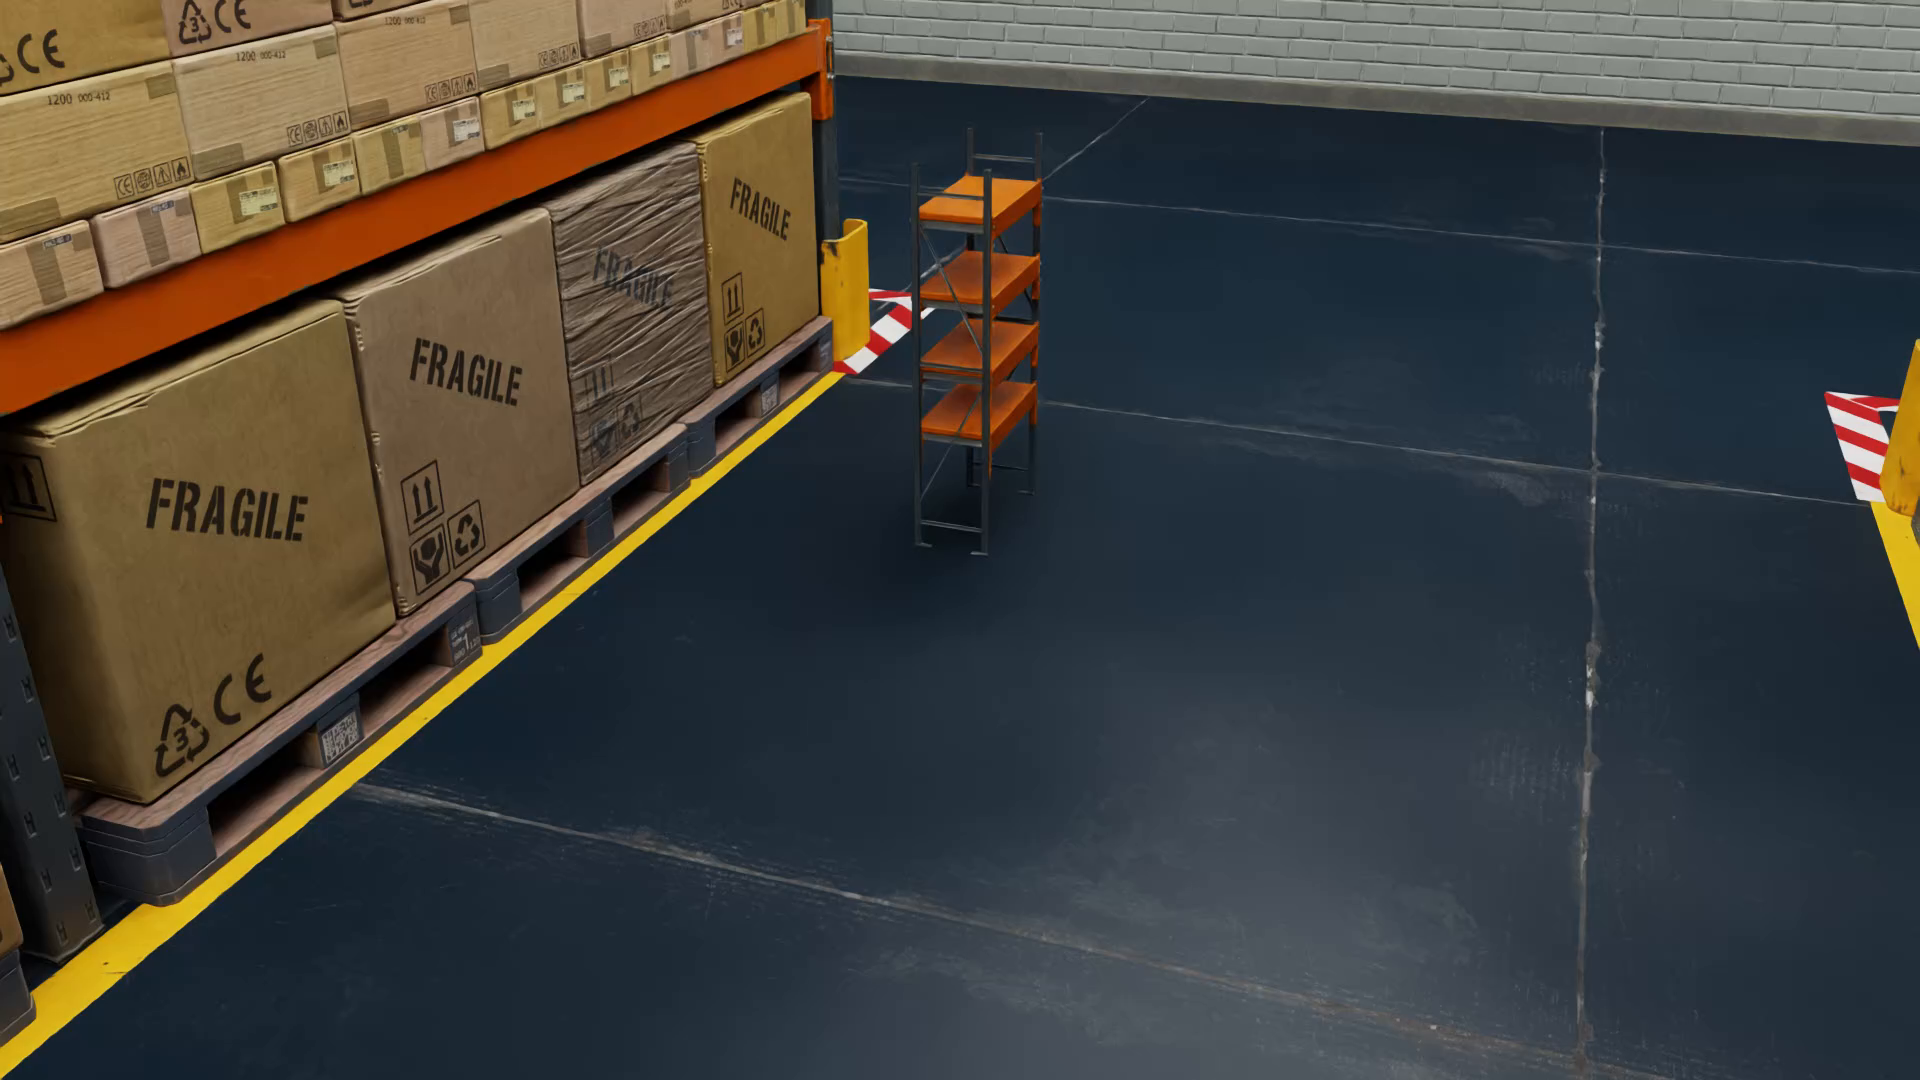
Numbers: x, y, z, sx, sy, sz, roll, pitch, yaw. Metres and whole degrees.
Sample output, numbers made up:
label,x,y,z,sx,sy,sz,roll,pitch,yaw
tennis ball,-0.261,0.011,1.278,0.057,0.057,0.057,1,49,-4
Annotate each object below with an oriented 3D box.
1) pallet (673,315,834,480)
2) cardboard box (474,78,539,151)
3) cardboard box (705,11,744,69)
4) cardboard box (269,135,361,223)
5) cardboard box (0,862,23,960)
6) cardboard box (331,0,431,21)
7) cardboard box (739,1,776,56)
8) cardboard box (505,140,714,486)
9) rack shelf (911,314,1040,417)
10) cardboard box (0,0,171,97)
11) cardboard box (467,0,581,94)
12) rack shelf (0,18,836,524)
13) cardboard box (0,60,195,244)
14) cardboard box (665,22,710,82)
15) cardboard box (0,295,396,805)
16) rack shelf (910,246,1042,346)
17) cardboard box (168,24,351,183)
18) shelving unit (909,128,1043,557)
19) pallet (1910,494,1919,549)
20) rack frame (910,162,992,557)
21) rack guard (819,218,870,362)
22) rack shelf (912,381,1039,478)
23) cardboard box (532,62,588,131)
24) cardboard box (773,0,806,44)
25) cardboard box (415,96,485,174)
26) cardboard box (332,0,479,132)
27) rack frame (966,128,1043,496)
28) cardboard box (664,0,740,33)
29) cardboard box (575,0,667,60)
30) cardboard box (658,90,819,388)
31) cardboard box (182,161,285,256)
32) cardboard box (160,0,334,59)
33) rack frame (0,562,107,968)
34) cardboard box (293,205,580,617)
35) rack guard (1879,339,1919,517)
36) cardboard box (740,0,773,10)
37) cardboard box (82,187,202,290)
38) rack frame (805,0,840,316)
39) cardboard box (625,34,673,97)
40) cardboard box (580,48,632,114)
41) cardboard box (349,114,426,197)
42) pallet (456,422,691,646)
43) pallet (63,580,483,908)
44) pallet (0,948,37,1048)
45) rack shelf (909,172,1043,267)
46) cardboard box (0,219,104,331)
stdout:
label,x,y,z,sx,sy,sz,roll,pitch,yaw
pallet,-1.168,-0.615,6.279,1.003,0.211,1.213,9,27,17
cardboard box,-1.377,-1.168,4.508,0.380,0.149,0.250,8,27,16
cardboard box,-0.953,-1.693,5.592,0.380,0.149,0.250,9,27,18
cardboard box,-1.634,-0.851,3.855,0.380,0.149,0.250,8,27,16
cardboard box,-2.501,0.467,2.800,1.225,0.875,0.875,9,27,18
cardboard box,-1.566,-1.546,3.971,0.500,0.500,0.500,8,27,16
cardboard box,-0.868,-1.796,5.806,0.380,0.149,0.250,9,27,18
cardboard box,-1.416,-0.795,5.405,0.875,0.875,0.875,9,27,17
rack shelf,0.055,-0.548,5.158,0.258,0.148,0.480,9,27,17
cardboard box,-1.906,-1.130,3.113,0.500,0.500,0.500,9,27,17
cardboard box,-1.394,-1.407,4.545,0.500,0.250,0.500,9,27,18
rack shelf,-1.641,-1.065,4.832,1.077,0.370,4.000,9,27,17
cardboard box,-1.903,-0.788,3.266,0.500,0.250,0.500,8,27,16
cardboard box,-1.037,-1.590,5.381,0.380,0.149,0.250,9,27,18
cardboard box,-2.011,-0.059,3.886,0.875,0.875,0.875,9,27,17
rack shelf,0.055,-0.749,5.061,0.258,0.148,0.480,9,27,17
cardboard box,-1.733,-0.992,3.687,0.500,0.250,0.500,9,27,17
shelving unit,0.055,-0.608,5.129,0.258,1.200,0.503,9,27,17
pallet,3.339,0.165,4.666,1.003,0.211,1.213,9,27,17
rack frame,-0.026,-0.508,4.922,0.240,1.200,0.015,9,27,17
rack guard,-0.967,-1.095,6.938,1.175,0.500,0.348,9,27,17
rack shelf,0.055,-0.369,5.245,0.258,0.148,0.480,9,27,17
cardboard box,-1.292,-1.275,4.730,0.380,0.149,0.250,9,27,18
cardboard box,-0.783,-1.903,6.027,0.380,0.149,0.250,9,27,18
cardboard box,-1.464,-1.060,4.285,0.380,0.149,0.250,9,27,18
cardboard box,-1.566,-1.205,4.128,0.500,0.250,0.500,9,27,19
rack frame,0.136,-0.708,5.336,0.240,1.200,0.015,9,27,17
cardboard box,-1.056,-1.831,5.420,0.500,0.250,0.500,8,27,17
cardboard box,-1.225,-1.622,4.988,0.500,0.250,0.500,8,27,16
cardboard box,-1.113,-1.169,6.178,0.875,0.875,0.875,9,27,17
cardboard box,-1.720,-0.743,3.631,0.380,0.149,0.250,10,27,19
cardboard box,-1.735,-1.332,3.528,0.500,0.500,0.500,9,27,17
rack frame,-2.307,-0.567,2.978,1.000,3.000,0.127,9,27,17
cardboard box,-1.712,-0.429,4.650,0.875,0.875,0.875,9,27,17
rack guard,3.643,-0.293,5.282,1.175,0.500,0.348,9,27,17
cardboard box,-0.886,-2.039,5.850,0.500,0.250,0.500,8,27,17
cardboard box,-1.807,-0.635,3.407,0.380,0.149,0.250,8,27,16
rack frame,-0.975,-2.210,6.373,1.000,3.000,0.127,9,27,17
cardboard box,-1.122,-1.483,5.160,0.380,0.149,0.250,8,27,16
cardboard box,-1.208,-1.377,4.939,0.380,0.149,0.250,9,27,18
cardboard box,-1.549,-0.957,4.072,0.380,0.149,0.250,8,27,17
pallet,-1.575,-0.116,5.247,1.003,0.211,1.213,9,27,17
pallet,-1.980,0.387,4.208,1.003,0.211,1.213,9,27,17
pallet,-2.492,1.016,2.908,1.003,0.211,1.213,9,27,17
rack shelf,0.055,-0.962,4.958,0.258,0.148,0.480,9,27,17
cardboard box,-1.894,-0.527,3.184,0.380,0.149,0.250,9,27,18
